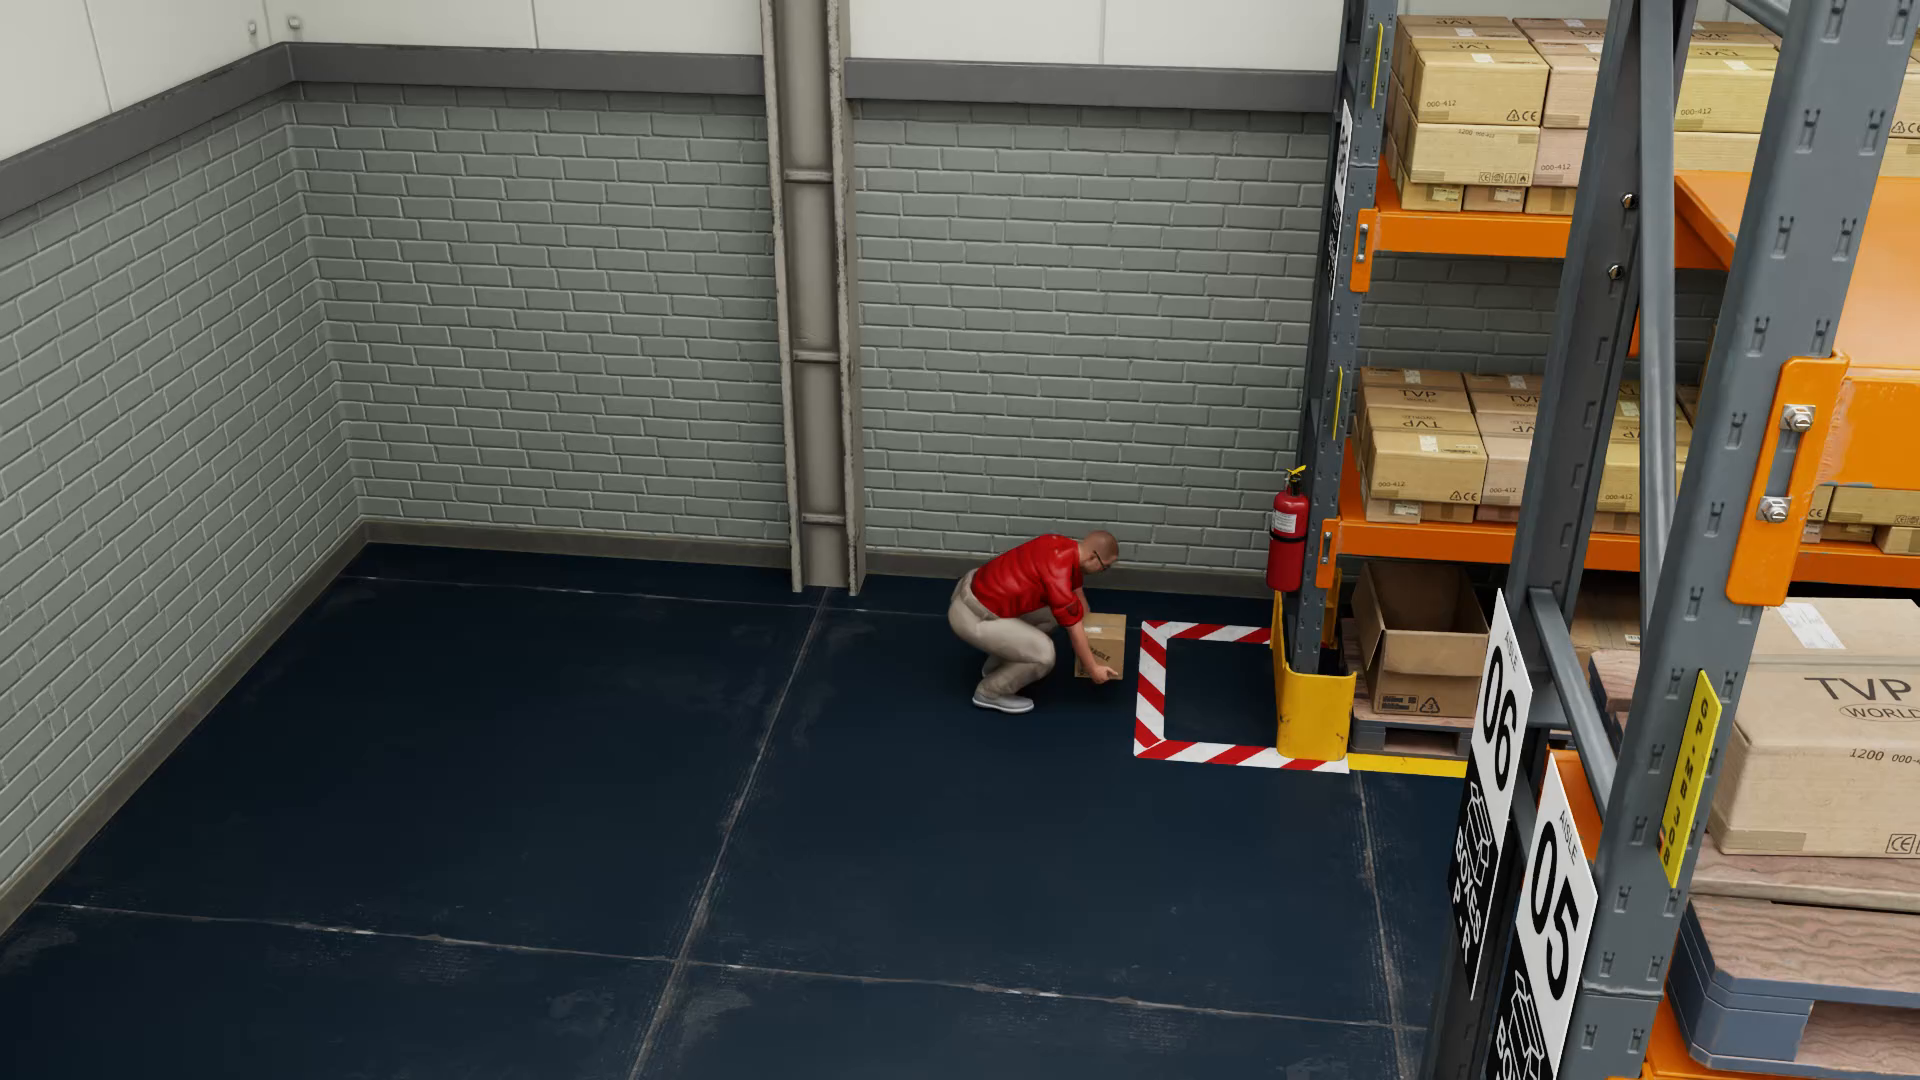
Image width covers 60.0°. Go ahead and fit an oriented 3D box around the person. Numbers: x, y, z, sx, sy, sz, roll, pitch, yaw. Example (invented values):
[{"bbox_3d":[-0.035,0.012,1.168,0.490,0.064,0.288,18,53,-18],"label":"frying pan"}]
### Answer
[{"bbox_3d":[0.394,0.398,8.709,0.904,0.975,0.530,3,28,5],"label":"person"}]
